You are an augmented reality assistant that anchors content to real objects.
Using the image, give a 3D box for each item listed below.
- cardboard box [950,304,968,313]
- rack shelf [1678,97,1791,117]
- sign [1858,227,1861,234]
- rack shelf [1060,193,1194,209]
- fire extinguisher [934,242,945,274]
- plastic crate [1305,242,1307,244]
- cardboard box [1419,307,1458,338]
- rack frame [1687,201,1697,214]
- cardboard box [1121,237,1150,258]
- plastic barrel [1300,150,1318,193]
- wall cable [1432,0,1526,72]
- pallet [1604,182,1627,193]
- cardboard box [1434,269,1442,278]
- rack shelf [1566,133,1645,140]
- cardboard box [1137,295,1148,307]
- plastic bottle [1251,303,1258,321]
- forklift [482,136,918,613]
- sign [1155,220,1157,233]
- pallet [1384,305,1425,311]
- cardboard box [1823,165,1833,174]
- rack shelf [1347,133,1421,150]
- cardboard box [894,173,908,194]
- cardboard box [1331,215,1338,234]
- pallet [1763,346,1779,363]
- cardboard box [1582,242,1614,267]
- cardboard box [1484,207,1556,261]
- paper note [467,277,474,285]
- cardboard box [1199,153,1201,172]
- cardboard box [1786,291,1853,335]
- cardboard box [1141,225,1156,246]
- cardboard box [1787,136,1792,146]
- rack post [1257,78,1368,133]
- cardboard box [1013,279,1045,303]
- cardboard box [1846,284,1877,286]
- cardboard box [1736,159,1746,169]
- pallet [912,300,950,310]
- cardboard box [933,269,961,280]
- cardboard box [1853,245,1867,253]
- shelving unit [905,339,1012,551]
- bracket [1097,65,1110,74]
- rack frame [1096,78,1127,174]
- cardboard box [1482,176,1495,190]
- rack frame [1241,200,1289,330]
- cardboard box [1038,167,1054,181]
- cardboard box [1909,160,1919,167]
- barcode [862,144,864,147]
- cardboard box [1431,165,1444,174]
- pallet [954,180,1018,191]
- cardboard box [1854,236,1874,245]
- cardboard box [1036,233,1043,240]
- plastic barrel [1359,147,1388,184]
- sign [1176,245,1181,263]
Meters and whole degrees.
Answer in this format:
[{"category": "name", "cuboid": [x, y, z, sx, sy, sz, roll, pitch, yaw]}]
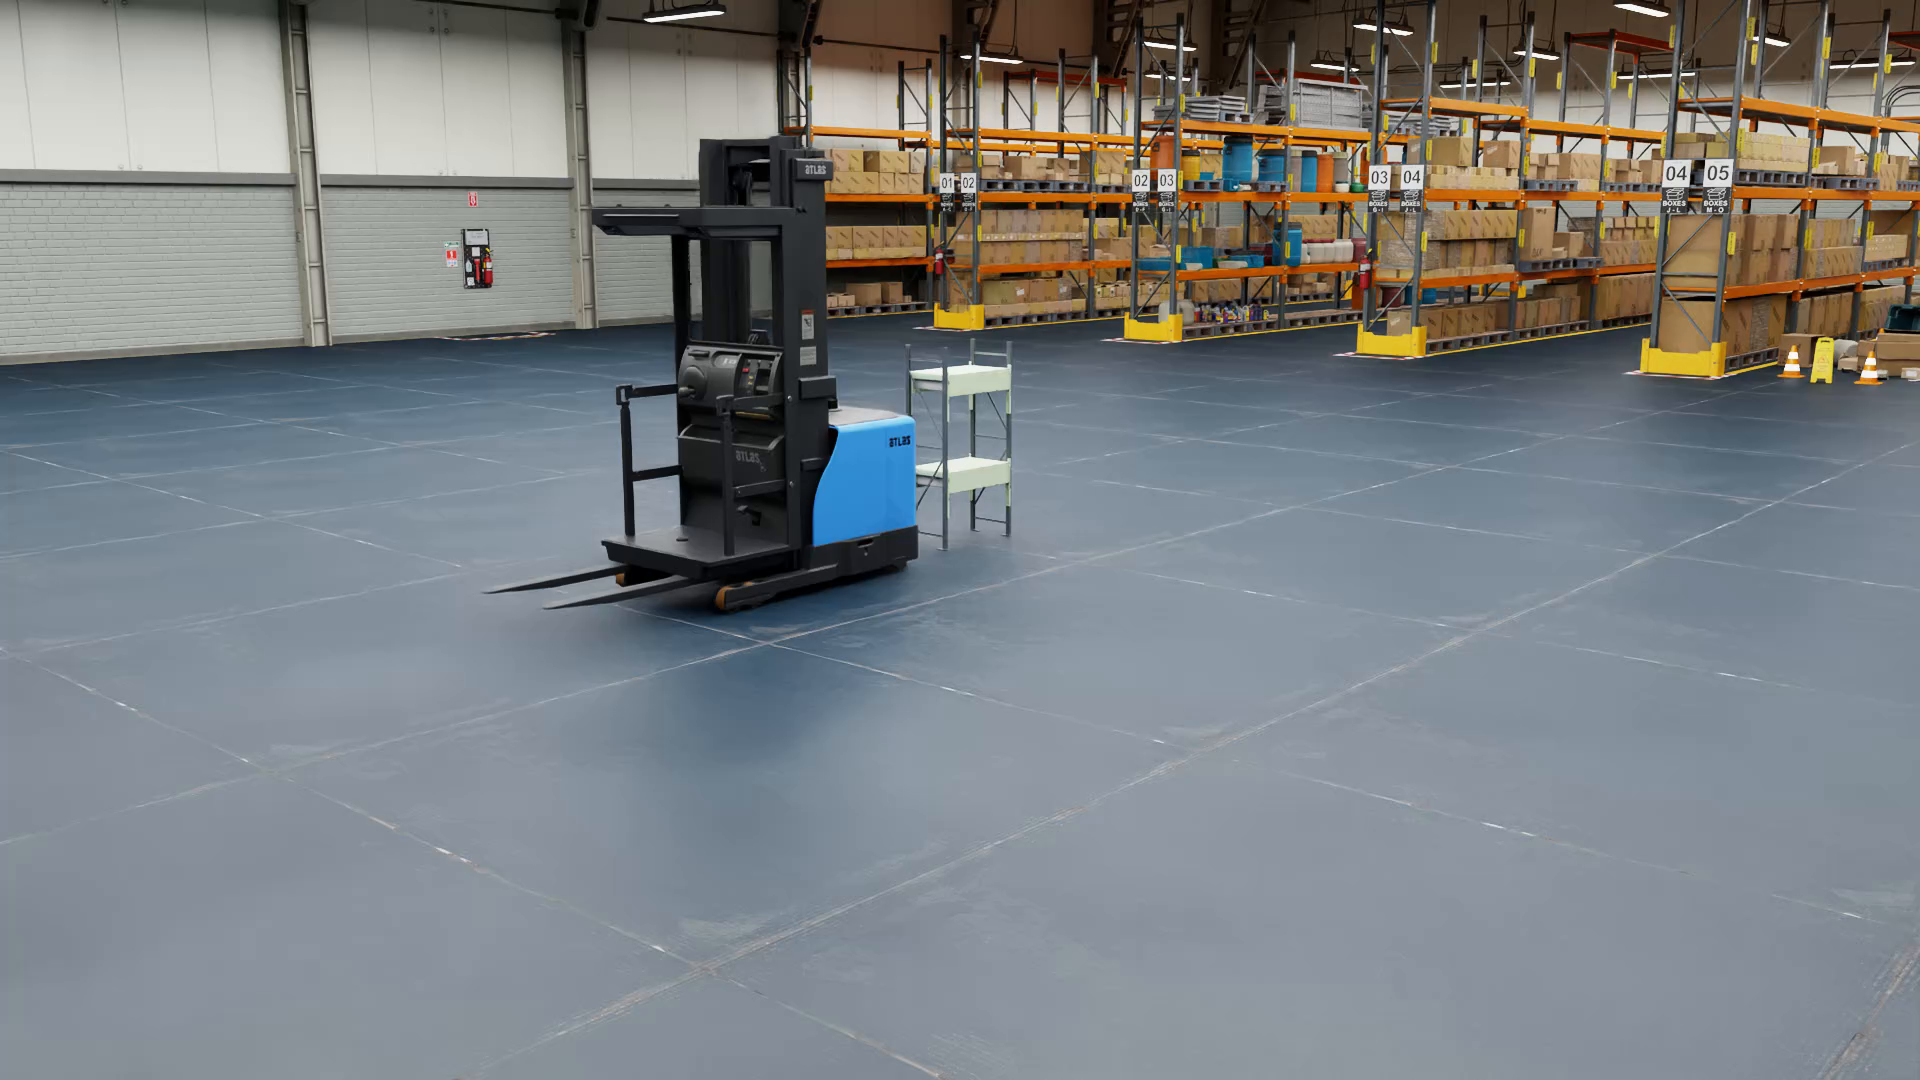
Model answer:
[{"category": "cardboard box", "cuboid": [0.123, -4.946, 35.762, 0.500, 0.250, 0.500, 10, 15, 40]}, {"category": "rack shelf", "cuboid": [12.409, -6.817, 26.224, 0.919, 0.124, 3.809, 10, 15, 40]}, {"category": "sign", "cuboid": [18.598, -6.293, 34.348, 0.100, 0.325, 0.005, 10, 15, 40]}, {"category": "rack shelf", "cuboid": [3.952, -7.972, 39.144, 1.077, 0.370, 4.000, 10, 15, 40]}, {"category": "fire extinguisher", "cuboid": [-0.436, -5.976, 35.169, 0.296, 0.674, 0.183, 10, 15, 40]}, {"category": "plastic crate", "cuboid": [7.694, -6.340, 36.633, 0.402, 0.464, 0.583, 10, 15, 40]}, {"category": "cardboard box", "cuboid": [8.651, -3.942, 30.097, 0.500, 0.500, 0.500, -10, 15, -42]}, {"category": "rack frame", "cuboid": [17.992, -7.044, 40.319, 1.000, 3.000, 0.127, 10, 15, 40]}, {"category": "cardboard box", "cuboid": [4.176, -6.948, 39.585, 0.500, 0.500, 0.500, 9, 14, 37]}, {"category": "plastic barrel", "cuboid": [7.386, -7.931, 35.821, 0.600, 0.901, 0.708, 10, 15, 40]}, {"category": "wall cable", "cuboid": [15.188, -15.127, 48.895, 3.097, 2.526, 0.112, 10, 15, 40]}, {"category": "pallet", "cuboid": [13.096, -7.347, 34.659, 1.213, 0.211, 1.003, 11, 16, 43]}, {"category": "cardboard box", "cuboid": [8.153, -4.647, 28.959, 0.380, 0.149, 0.250, 10, 15, 40]}, {"category": "rack shelf", "cuboid": [14.031, -8.650, 35.402, 0.919, 0.124, 3.809, 10, 15, 40]}, {"category": "cardboard box", "cuboid": [4.099, -5.671, 39.393, 0.500, 0.250, 0.500, 10, 15, 41]}, {"category": "plastic bottle", "cuboid": [6.014, -4.675, 34.099, 0.144, 0.351, 0.185, 9, 14, 38]}, {"category": "forklift", "cuboid": [-1.640, -1.090, 10.687, 1.130, 2.935, 3.031, 10, 15, 40]}, {"category": "sign", "cuboid": [4.858, -7.746, 41.080, 0.100, 0.325, 0.005, 10, 15, 40]}, {"category": "pallet", "cuboid": [10.285, -5.440, 39.407, 1.003, 0.211, 1.213, 10, 15, 40]}, {"category": "cardboard box", "cuboid": [14.850, -6.397, 28.738, 0.380, 0.149, 0.250, 10, 15, 40]}, {"category": "rack shelf", "cuboid": [10.310, -9.194, 38.627, 1.077, 0.370, 4.000, 10, 15, 40]}, {"category": "cardboard box", "cuboid": [-1.583, -8.550, 39.897, 0.500, 0.500, 0.500, 8, 14, 36]}, {"category": "cardboard box", "cuboid": [10.133, -8.689, 45.748, 0.500, 0.500, 0.500, 10, 15, 42]}, {"category": "pallet", "cuboid": [13.169, -3.153, 27.958, 1.003, 0.211, 1.213, 10, 15, 40]}, {"category": "cardboard box", "cuboid": [13.236, -5.952, 34.598, 0.500, 0.500, 0.500, 10, 15, 42]}, {"category": "cardboard box", "cuboid": [10.700, -5.877, 31.874, 1.000, 1.000, 1.000, 10, 15, 41]}, {"category": "paper note", "cuboid": [-9.710, -5.135, 33.013, 0.016, 0.148, 0.142, 10, 15, 40]}, {"category": "cardboard box", "cuboid": [5.565, -9.222, 40.757, 0.500, 0.500, 0.500, 10, 15, 40]}, {"category": "cardboard box", "cuboid": [15.900, -4.235, 30.929, 1.050, 0.750, 0.750, 10, 15, 40]}, {"category": "cardboard box", "cuboid": [5.045, -8.708, 47.885, 0.980, 0.700, 0.700, 9, 15, 39]}, {"category": "cardboard box", "cuboid": [13.059, -6.372, 26.573, 0.380, 0.149, 0.250, 10, 15, 41]}, {"category": "rack post", "cuboid": [7.585, -9.259, 35.584, 1.013, 1.000, 3.121, 10, 15, 40]}, {"category": "cardboard box", "cuboid": [1.504, -5.467, 36.457, 0.500, 0.500, 0.500, 10, 15, 40]}, {"category": "cardboard box", "cuboid": [18.324, -5.072, 33.844, 0.500, 0.250, 0.500, 9, 14, 38]}, {"category": "cardboard box", "cuboid": [11.556, -5.645, 24.972, 0.380, 0.149, 0.250, 10, 15, 41]}, {"category": "pallet", "cuboid": [-0.579, -5.947, 41.946, 1.003, 0.211, 1.213, 10, 15, 40]}, {"category": "cardboard box", "cuboid": [-0.331, -6.733, 42.106, 0.500, 0.250, 0.500, 9, 15, 39]}, {"category": "cardboard box", "cuboid": [16.840, -5.484, 31.321, 0.380, 0.149, 0.250, 11, 15, 43]}, {"category": "shelving unit", "cuboid": [-0.004, -0.734, 12.559, 0.431, 1.500, 0.755, 10, 15, 40]}, {"category": "bracket", "cuboid": [3.994, -13.191, 46.591, 0.235, 0.232, 0.430, 10, 15, 40]}, {"category": "rack frame", "cuboid": [4.189, -11.318, 46.404, 1.000, 3.000, 0.127, 10, 15, 40]}, {"category": "cardboard box", "cuboid": [9.280, -6.424, 29.938, 0.500, 0.250, 0.500, 10, 15, 40]}, {"category": "rack frame", "cuboid": [6.350, -5.919, 34.685, 1.000, 3.000, 0.127, 10, 15, 40]}, {"category": "cardboard box", "cuboid": [1.744, -8.142, 36.957, 0.500, 0.311, 0.500, 9, 14, 37]}, {"category": "cardboard box", "cuboid": [19.384, -7.649, 33.777, 0.380, 0.149, 0.250, 9, 15, 39]}, {"category": "barcode", "cuboid": [-2.333, -9.453, 39.873, 0.001, 0.075, 0.075, 10, 15, 40]}, {"category": "cardboard box", "cuboid": [8.029, -6.319, 28.396, 0.380, 0.149, 0.250, 10, 15, 42]}, {"category": "pallet", "cuboid": [0.477, -7.499, 35.167, 1.003, 0.211, 1.213, 10, 15, 40]}, {"category": "cardboard box", "cuboid": [17.161, -5.703, 31.658, 0.380, 0.149, 0.250, 10, 15, 40]}, {"category": "cardboard box", "cuboid": [1.600, -6.633, 36.350, 0.380, 0.149, 0.250, 10, 15, 42]}, {"category": "plastic barrel", "cuboid": [9.367, -8.478, 37.671, 0.600, 0.830, 0.708, 10, 15, 40]}, {"category": "sign", "cuboid": [4.120, -5.394, 31.352, 0.100, 0.325, 0.005, 10, 15, 40]}]
